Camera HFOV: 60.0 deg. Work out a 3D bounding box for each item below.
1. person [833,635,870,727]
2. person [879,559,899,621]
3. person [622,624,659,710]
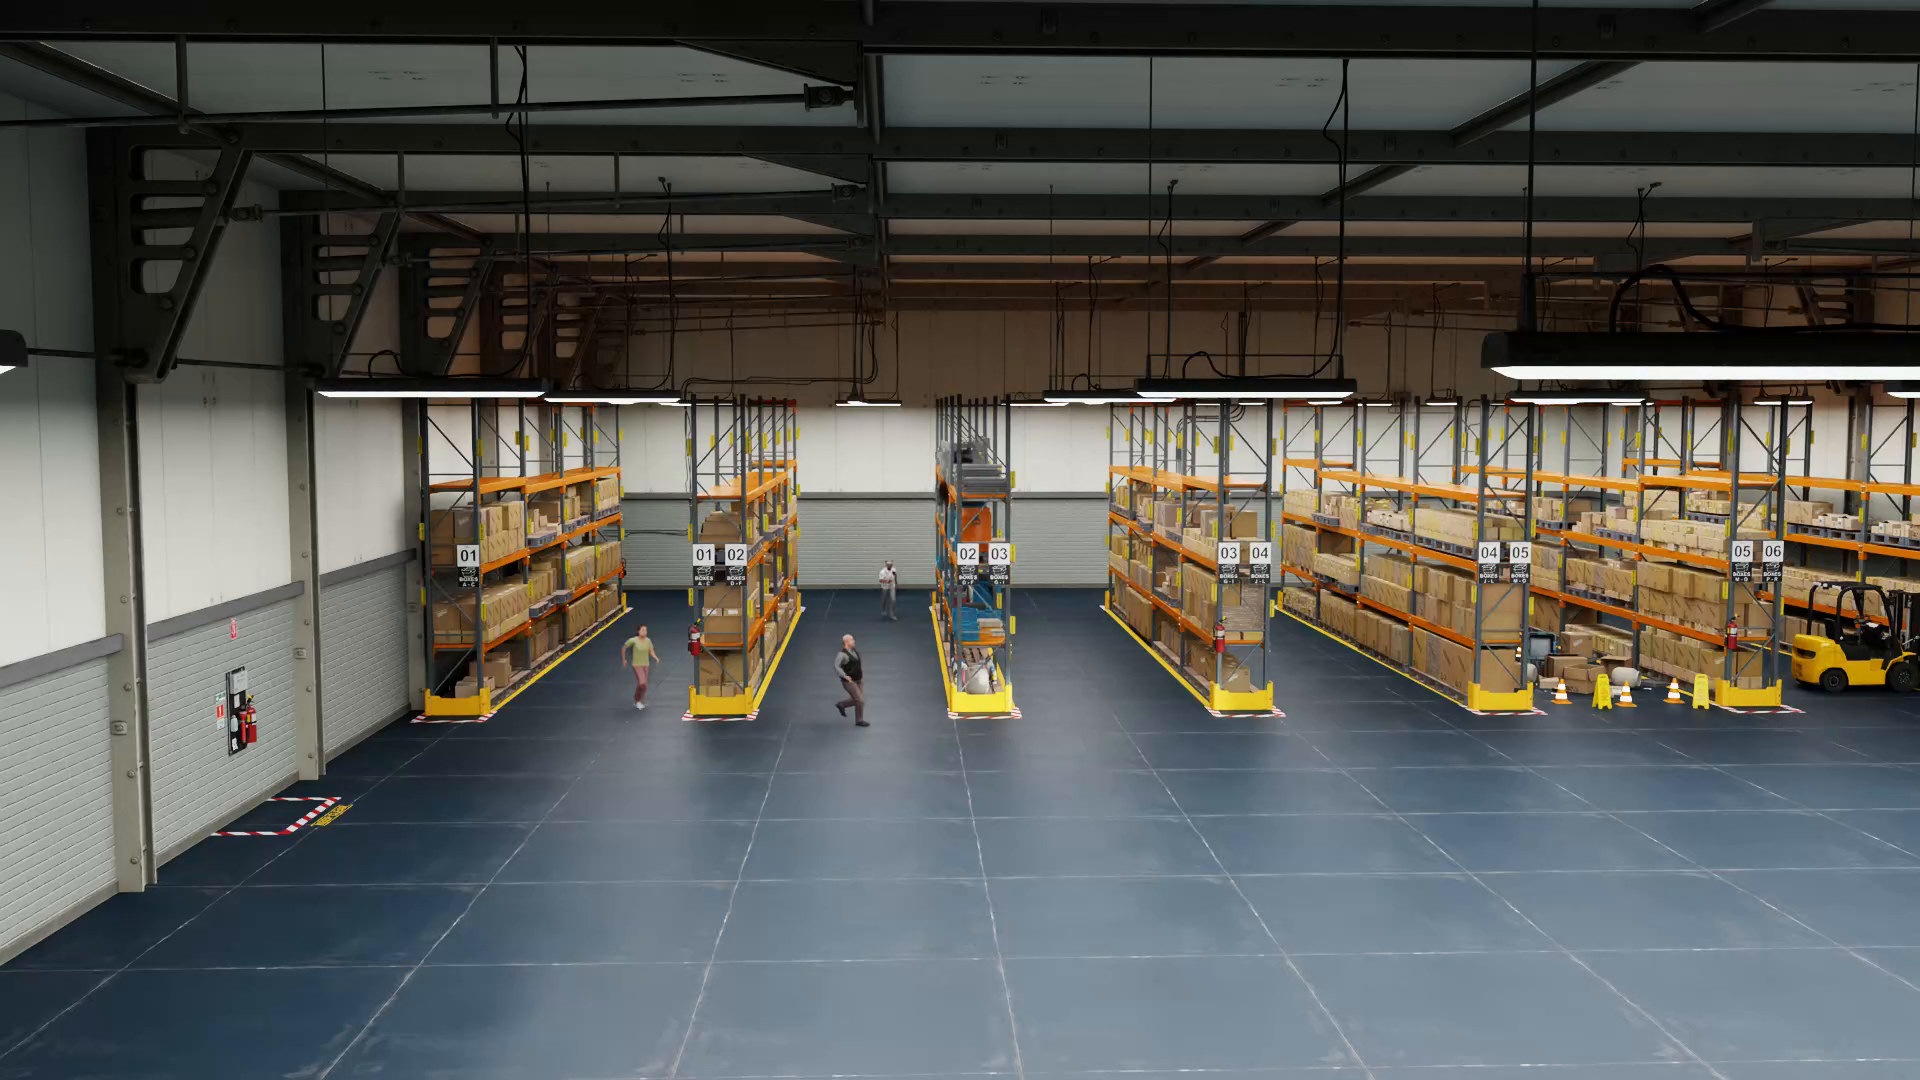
[{"bbox_3d":[-2.024,2.536,29.997,0.752,1.674,0.658,2,5,29],"label":"person"},{"bbox_3d":[-1.951,1.335,45.380,0.581,1.665,0.958,-1,5,-15],"label":"person"},{"bbox_3d":[-6.079,2.412,31.680,0.572,1.639,0.713,-4,6,-40],"label":"person"}]
